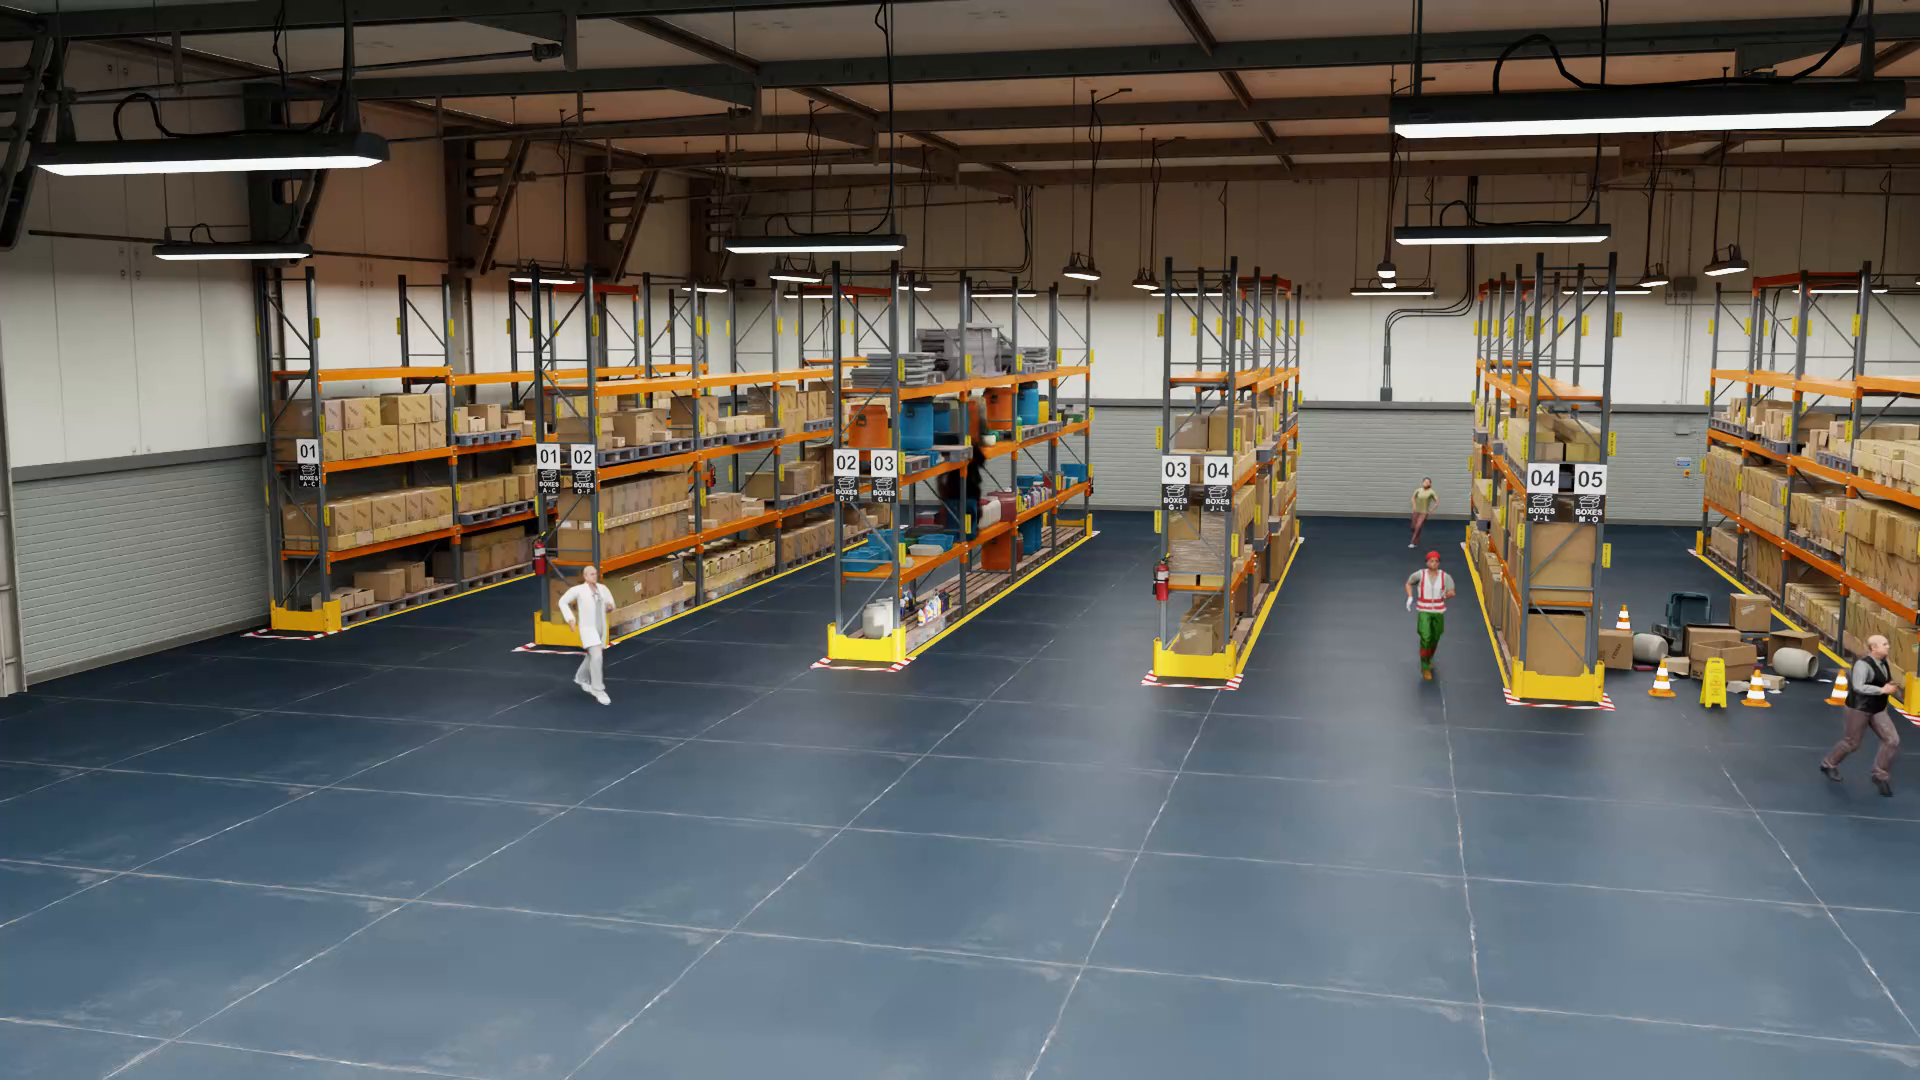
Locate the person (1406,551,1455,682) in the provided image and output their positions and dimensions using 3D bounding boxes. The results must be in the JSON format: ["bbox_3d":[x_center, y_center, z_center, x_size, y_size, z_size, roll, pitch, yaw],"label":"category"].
[{"bbox_3d":[6.780,1.063,23.973,0.655,1.825,0.856,0,7,3],"label":"person"}]

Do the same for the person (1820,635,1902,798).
[{"bbox_3d":[9.804,1.879,18.060,0.678,1.764,0.853,-4,9,-31],"label":"person"}]

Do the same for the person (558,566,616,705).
[{"bbox_3d":[-4.993,1.260,22.528,0.909,1.836,0.681,6,9,37],"label":"person"}]

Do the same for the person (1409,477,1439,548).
[{"bbox_3d":[10.650,-0.631,38.146,0.638,1.607,0.659,4,8,28],"label":"person"}]
